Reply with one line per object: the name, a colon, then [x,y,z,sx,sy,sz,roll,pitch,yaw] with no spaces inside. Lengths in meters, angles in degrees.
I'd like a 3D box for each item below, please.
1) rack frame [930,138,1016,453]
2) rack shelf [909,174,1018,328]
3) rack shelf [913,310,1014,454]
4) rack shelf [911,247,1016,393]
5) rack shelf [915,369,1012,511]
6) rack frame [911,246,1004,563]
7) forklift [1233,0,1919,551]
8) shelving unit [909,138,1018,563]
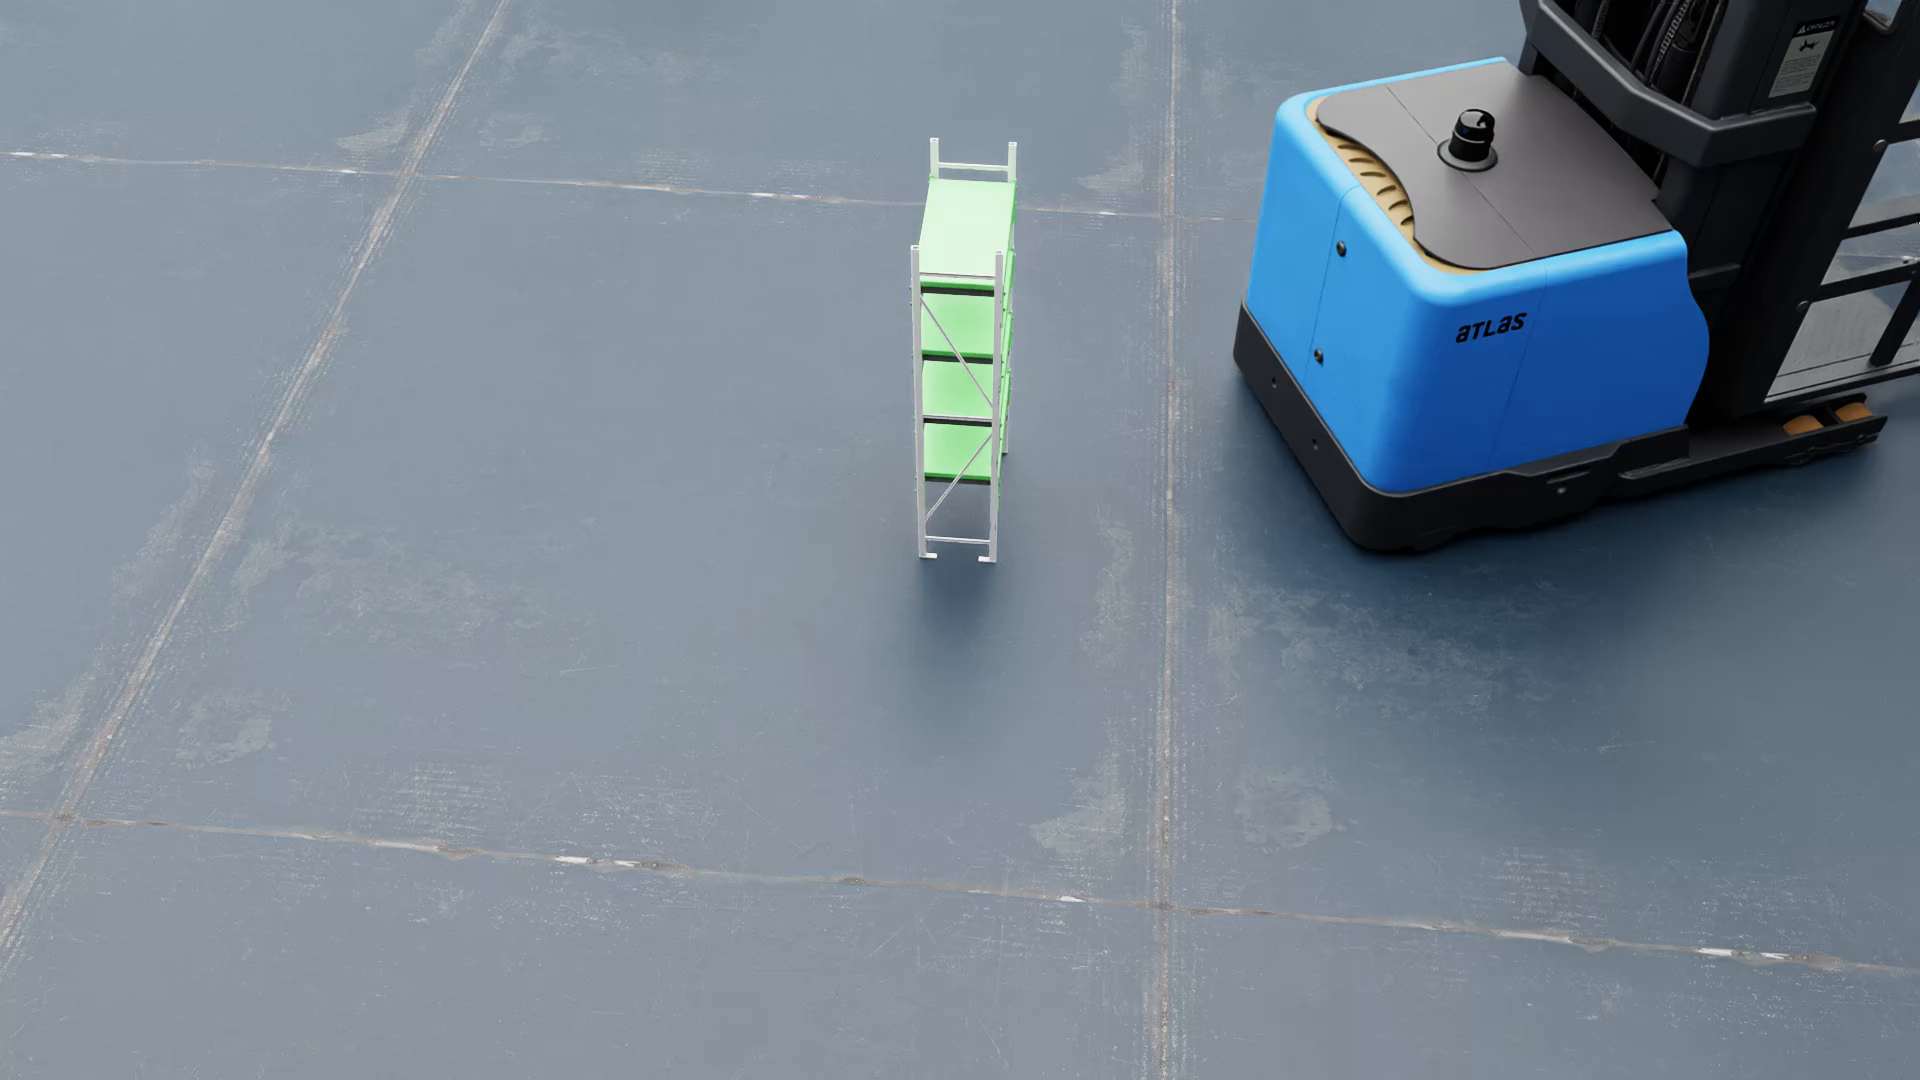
rack frame: [0.037,-0.706,5.083,0.240,1.200,0.015,4,48,4]
rack shelf: [0.015,-0.807,4.611,0.258,0.148,0.480,4,48,4]
rack shelf: [0.015,-0.483,4.966,0.258,0.148,0.480,4,48,4]
rack shelf: [0.015,-0.645,4.789,0.258,0.148,0.480,4,48,4]
rack shelf: [0.015,-0.321,5.143,0.258,0.148,0.480,4,48,4]
rack frame: [-0.007,-0.347,4.755,0.240,1.200,0.015,4,48,4]
forklift: [2.516,-1.597,4.724,3.031,2.935,1.130,-13,49,-12]
shelving unit: [0.015,-0.527,4.919,0.258,1.200,0.503,4,48,4]
